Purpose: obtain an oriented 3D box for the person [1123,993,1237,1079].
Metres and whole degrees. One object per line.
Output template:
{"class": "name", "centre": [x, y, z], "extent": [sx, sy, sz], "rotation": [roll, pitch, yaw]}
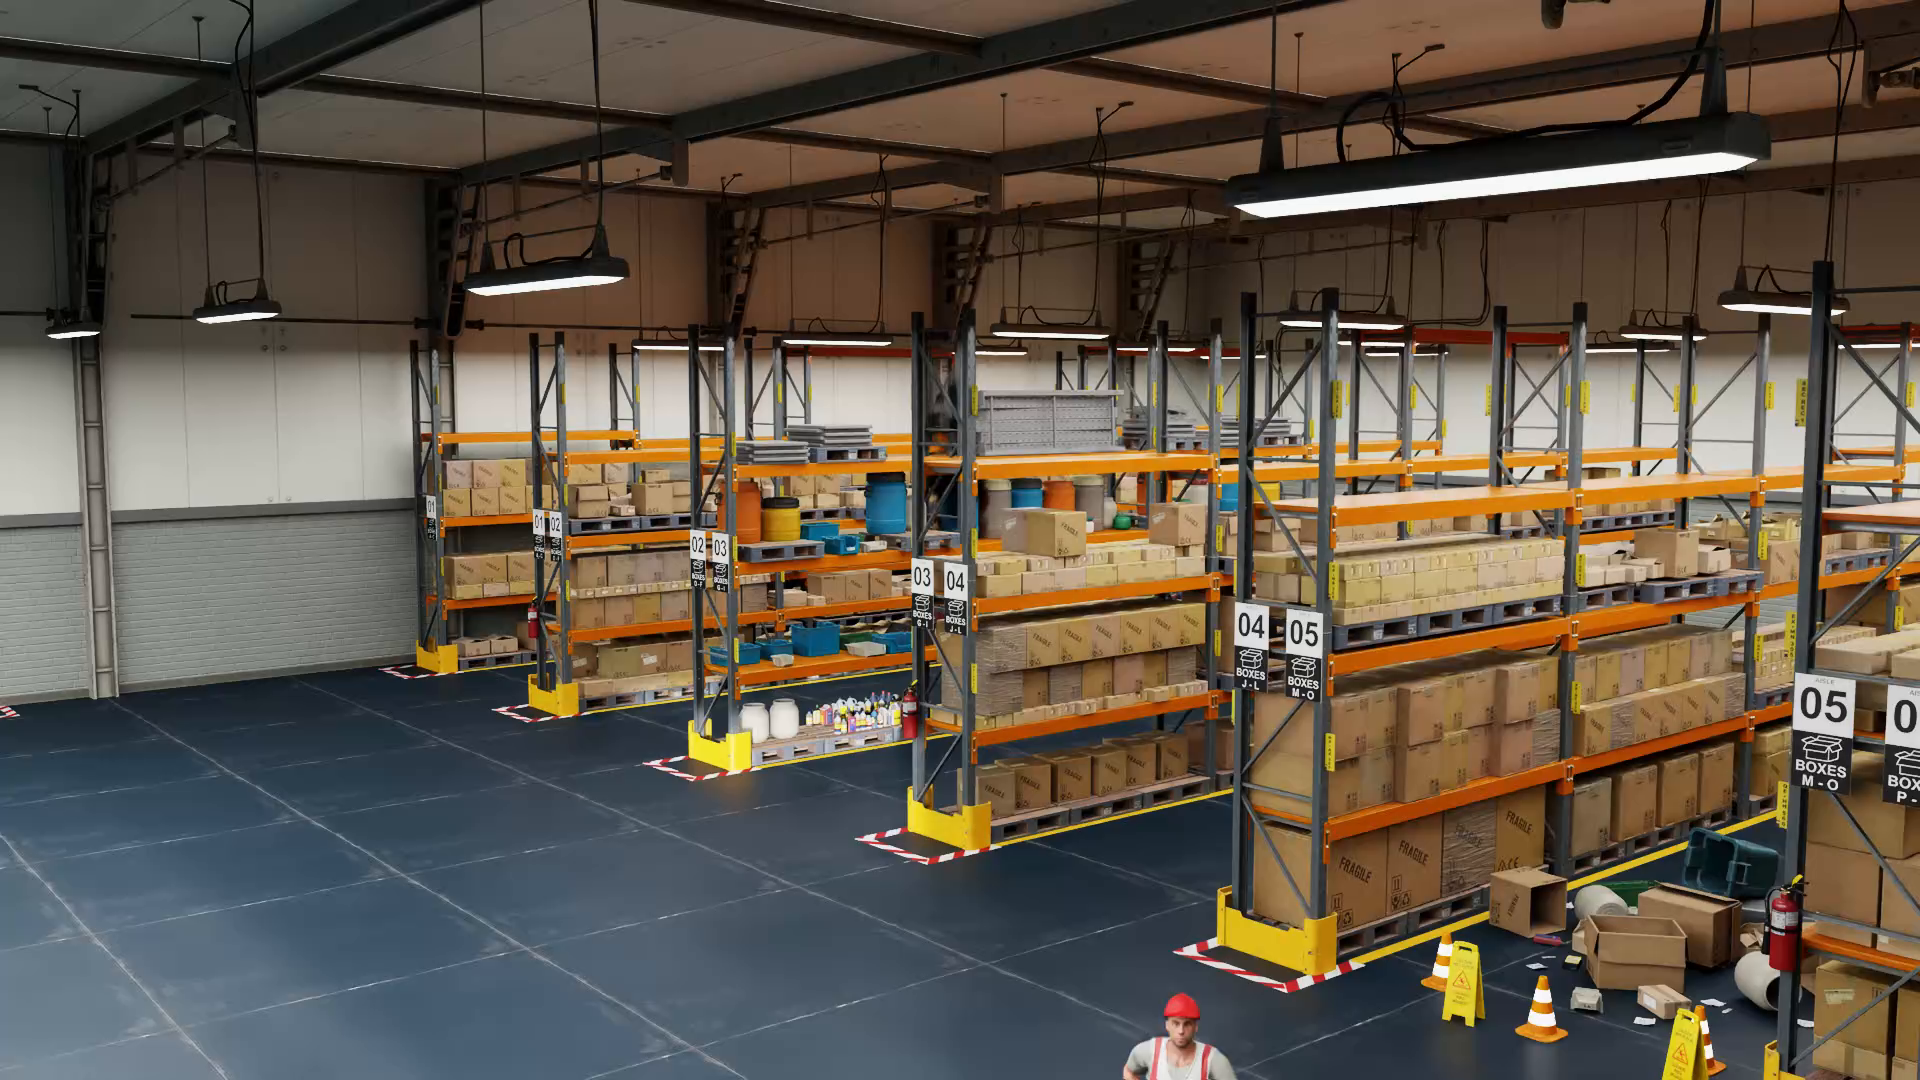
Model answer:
{"class": "person", "centre": [1.219, 3.391, 9.224], "extent": [0.659, 1.778, 0.996], "rotation": [1, 5, 8]}
